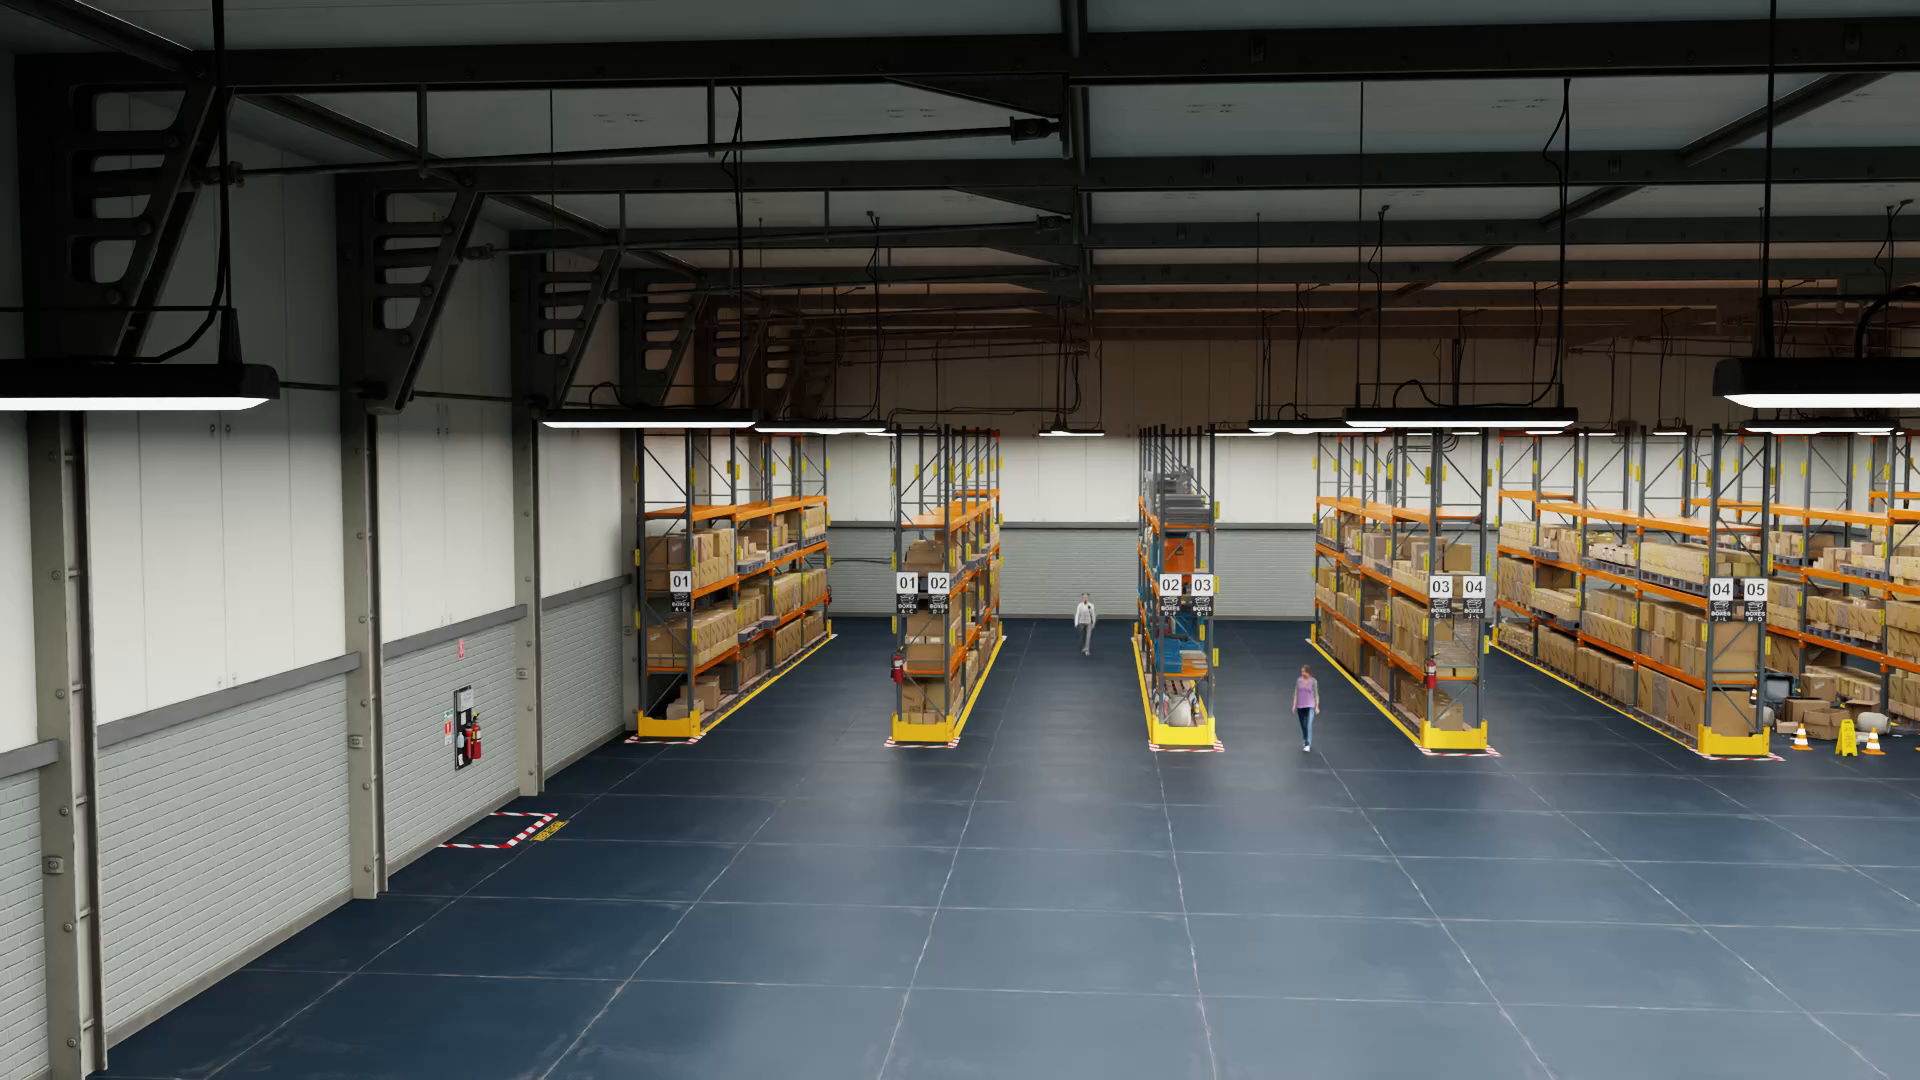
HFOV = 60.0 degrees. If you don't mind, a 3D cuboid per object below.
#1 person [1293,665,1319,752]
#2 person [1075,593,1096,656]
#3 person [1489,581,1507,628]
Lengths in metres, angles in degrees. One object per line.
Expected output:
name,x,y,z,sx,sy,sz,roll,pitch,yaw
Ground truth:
person,6.366,3.130,30.595,0.437,1.458,0.805,3,4,37
person,3.321,2.202,44.037,0.544,1.619,1.034,0,4,7
person,16.314,1.868,50.354,0.760,1.545,0.413,-1,4,-22
